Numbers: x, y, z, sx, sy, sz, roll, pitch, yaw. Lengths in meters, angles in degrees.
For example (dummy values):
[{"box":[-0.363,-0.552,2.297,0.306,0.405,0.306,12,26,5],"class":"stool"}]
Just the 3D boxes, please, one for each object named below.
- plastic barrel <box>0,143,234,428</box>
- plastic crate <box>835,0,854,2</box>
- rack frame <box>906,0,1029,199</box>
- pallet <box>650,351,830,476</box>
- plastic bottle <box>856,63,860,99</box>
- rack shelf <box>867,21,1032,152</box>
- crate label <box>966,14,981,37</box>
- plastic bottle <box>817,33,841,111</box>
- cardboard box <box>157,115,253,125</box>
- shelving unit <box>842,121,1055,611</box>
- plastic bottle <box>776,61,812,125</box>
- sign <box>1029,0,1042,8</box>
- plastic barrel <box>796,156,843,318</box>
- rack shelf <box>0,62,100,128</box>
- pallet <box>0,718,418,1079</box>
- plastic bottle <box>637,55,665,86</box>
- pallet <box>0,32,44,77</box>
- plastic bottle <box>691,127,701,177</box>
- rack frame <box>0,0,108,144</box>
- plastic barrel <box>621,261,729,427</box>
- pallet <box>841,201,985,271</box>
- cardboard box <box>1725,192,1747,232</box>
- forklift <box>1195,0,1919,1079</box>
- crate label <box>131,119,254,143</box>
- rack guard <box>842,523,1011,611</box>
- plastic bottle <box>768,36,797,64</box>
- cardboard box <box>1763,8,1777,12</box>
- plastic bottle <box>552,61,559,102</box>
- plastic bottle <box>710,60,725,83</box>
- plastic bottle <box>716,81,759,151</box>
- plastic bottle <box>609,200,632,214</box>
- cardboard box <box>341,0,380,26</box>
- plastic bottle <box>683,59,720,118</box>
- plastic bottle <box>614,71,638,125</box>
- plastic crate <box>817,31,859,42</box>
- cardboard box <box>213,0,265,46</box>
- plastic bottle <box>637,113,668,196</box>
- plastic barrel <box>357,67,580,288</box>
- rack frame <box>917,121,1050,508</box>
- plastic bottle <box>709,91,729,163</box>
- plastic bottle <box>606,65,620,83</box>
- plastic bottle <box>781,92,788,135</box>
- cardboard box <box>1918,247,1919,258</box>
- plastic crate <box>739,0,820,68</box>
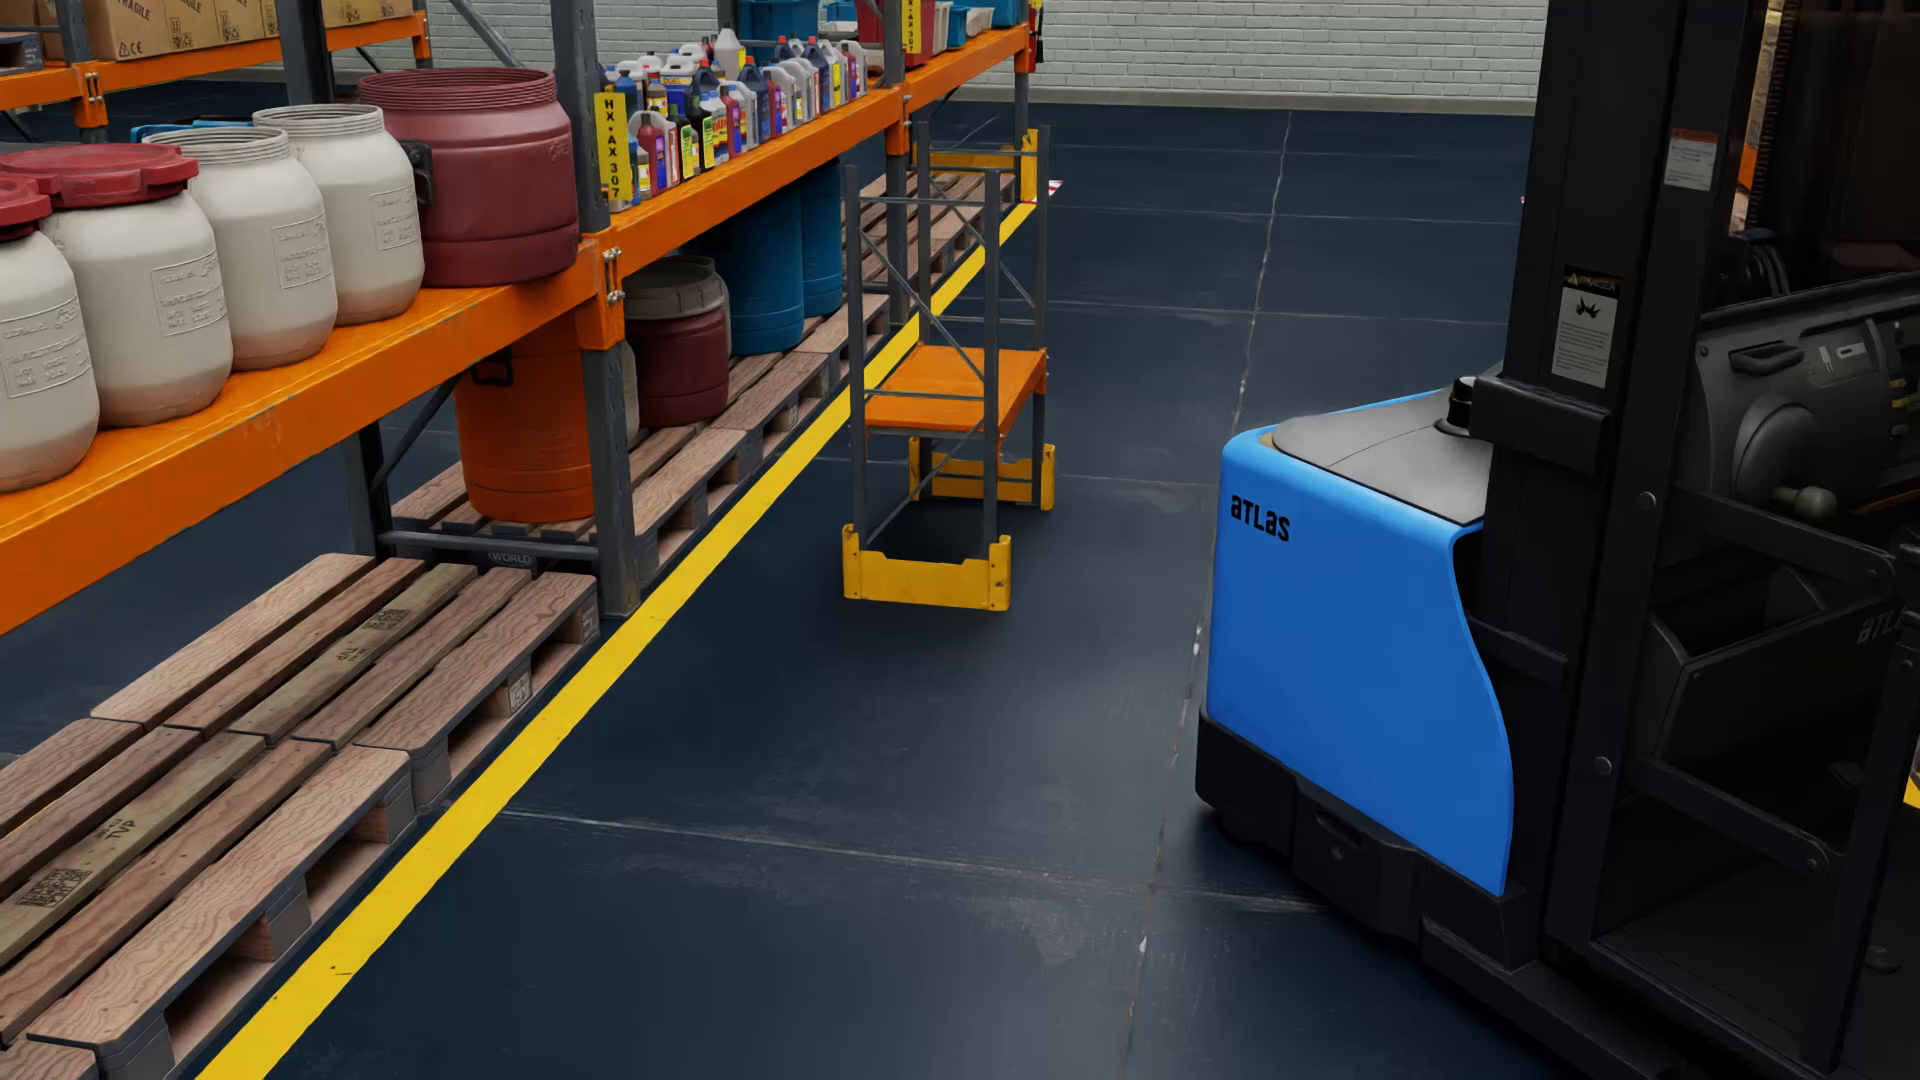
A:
[{"box":[-1.779,-0.538,3.491,0.433,0.535,0.433,0,22,0],"class":"plastic barrel"},{"box":[-0.619,-3.507,11.190,0.416,0.233,0.300,4,22,11],"class":"plastic crate"},{"box":[0.022,-4.104,12.527,1.000,3.000,0.127,4,22,11],"class":"rack frame"},{"box":[-1.239,-0.621,7.612,1.003,0.211,1.213,4,22,11],"class":"pallet"},{"box":[-0.555,-2.335,8.403,0.097,0.201,0.097,0,22,0],"class":"plastic bottle"},{"box":[-0.386,-3.038,10.846,1.077,0.370,4.000,4,22,11],"class":"rack shelf"},{"box":[-0.073,-3.488,11.273,0.396,0.136,0.243,4,22,11],"class":"crate label"},{"box":[-0.661,-2.257,8.008,0.144,0.351,0.185,4,22,11],"class":"plastic bottle"},{"box":[-5.264,-2.753,11.927,0.797,0.503,0.637,4,22,11],"class":"cardboard box"},{"box":[-0.016,-0.668,6.004,0.587,1.500,1.083,4,22,11],"class":"shelving unit"},{"box":[-0.763,-2.047,7.587,0.152,0.276,0.135,4,22,11],"class":"plastic bottle"},{"box":[0.564,-4.143,12.407,0.100,0.325,0.005,4,22,11],"class":"sign"},{"box":[-0.922,-1.664,8.718,0.600,0.901,0.708,4,22,11],"class":"plastic barrel"},{"box":[-6.051,-1.954,8.154,1.077,0.370,4.000,4,22,11],"class":"rack shelf"},{"box":[-2.058,0.841,3.983,1.003,0.211,1.213,4,22,11],"class":"pallet"},{"box":[-1.450,-2.104,7.729,0.152,0.276,0.135,4,22,11],"class":"plastic bottle"},{"box":[-5.912,-2.647,9.167,1.003,0.211,1.213,4,22,11],"class":"pallet"},{"box":[-1.034,-1.478,6.273,0.097,0.201,0.097,0,22,0],"class":"plastic bottle"},{"box":[-5.643,-3.020,9.836,1.000,3.000,0.127,4,22,11],"class":"rack frame"},{"box":[-1.297,-0.847,7.108,0.600,0.588,0.708,4,22,11],"class":"plastic barrel"},{"box":[-0.435,-2.067,11.202,1.003,0.211,1.213,4,22,11],"class":"pallet"},{"box":[3.762,-0.910,6.879,1.225,0.875,0.875,4,22,9],"class":"cardboard box"},{"box":[1.838,-0.254,3.060,1.130,2.935,3.031,-13,25,-29],"class":"forklift"},{"box":[-2.078,-0.851,4.405,0.502,0.435,0.616,4,22,11],"class":"crate label"},{"box":[-0.117,0.094,5.785,0.587,0.250,0.087,4,22,11],"class":"rack guard"},{"box":[-0.840,-2.200,7.867,0.144,0.351,0.185,4,22,11],"class":"plastic bottle"},{"box":[3.716,-2.160,7.568,0.500,0.500,0.500,5,22,11],"class":"cardboard box"},{"box":[-1.639,-1.808,6.894,0.144,0.351,0.185,4,22,11],"class":"plastic bottle"},{"box":[-1.210,-2.272,8.245,0.097,0.201,0.097,0,22,0],"class":"plastic bottle"},{"box":[-0.923,-1.761,6.877,0.152,0.276,0.135,4,22,11],"class":"plastic bottle"},{"box":[-1.206,-1.254,5.618,0.152,0.276,0.135,4,22,11],"class":"plastic bottle"},{"box":[-4.754,-4.154,12.520,0.500,0.500,0.500,5,22,11],"class":"cardboard box"},{"box":[-1.063,-1.816,6.914,0.144,0.351,0.185,4,22,11],"class":"plastic bottle"},{"box":[-1.447,-1.895,7.215,0.097,0.271,0.097,0,22,0],"class":"plastic bottle"},{"box":[-0.829,-2.971,10.002,0.437,0.125,0.590,4,22,11],"class":"plastic crate"},{"box":[-5.066,-3.602,11.148,0.500,0.500,0.500,4,22,11],"class":"cardboard box"},{"box":[-1.094,-1.374,5.906,0.061,0.283,0.133,4,22,11],"class":"plastic bottle"},{"box":[-1.408,-1.048,4.759,0.600,0.536,0.708,4,22,11],"class":"plastic barrel"},{"box":[0.086,-0.850,6.458,0.500,1.500,0.032,4,22,11],"class":"rack frame"},{"box":[-0.967,-1.630,6.558,0.097,0.271,0.097,0,22,0],"class":"plastic bottle"},{"box":[-1.548,-1.977,7.419,0.097,0.271,0.097,0,22,0],"class":"plastic bottle"},{"box":[-0.807,-1.883,7.280,0.097,0.201,0.097,0,22,0],"class":"plastic bottle"},{"box":[3.097,-1.046,4.802,0.500,0.500,0.500,5,23,13],"class":"cardboard box"},{"box":[-1.033,-2.858,9.375,0.392,0.384,0.575,4,22,11],"class":"plastic crate"}]
